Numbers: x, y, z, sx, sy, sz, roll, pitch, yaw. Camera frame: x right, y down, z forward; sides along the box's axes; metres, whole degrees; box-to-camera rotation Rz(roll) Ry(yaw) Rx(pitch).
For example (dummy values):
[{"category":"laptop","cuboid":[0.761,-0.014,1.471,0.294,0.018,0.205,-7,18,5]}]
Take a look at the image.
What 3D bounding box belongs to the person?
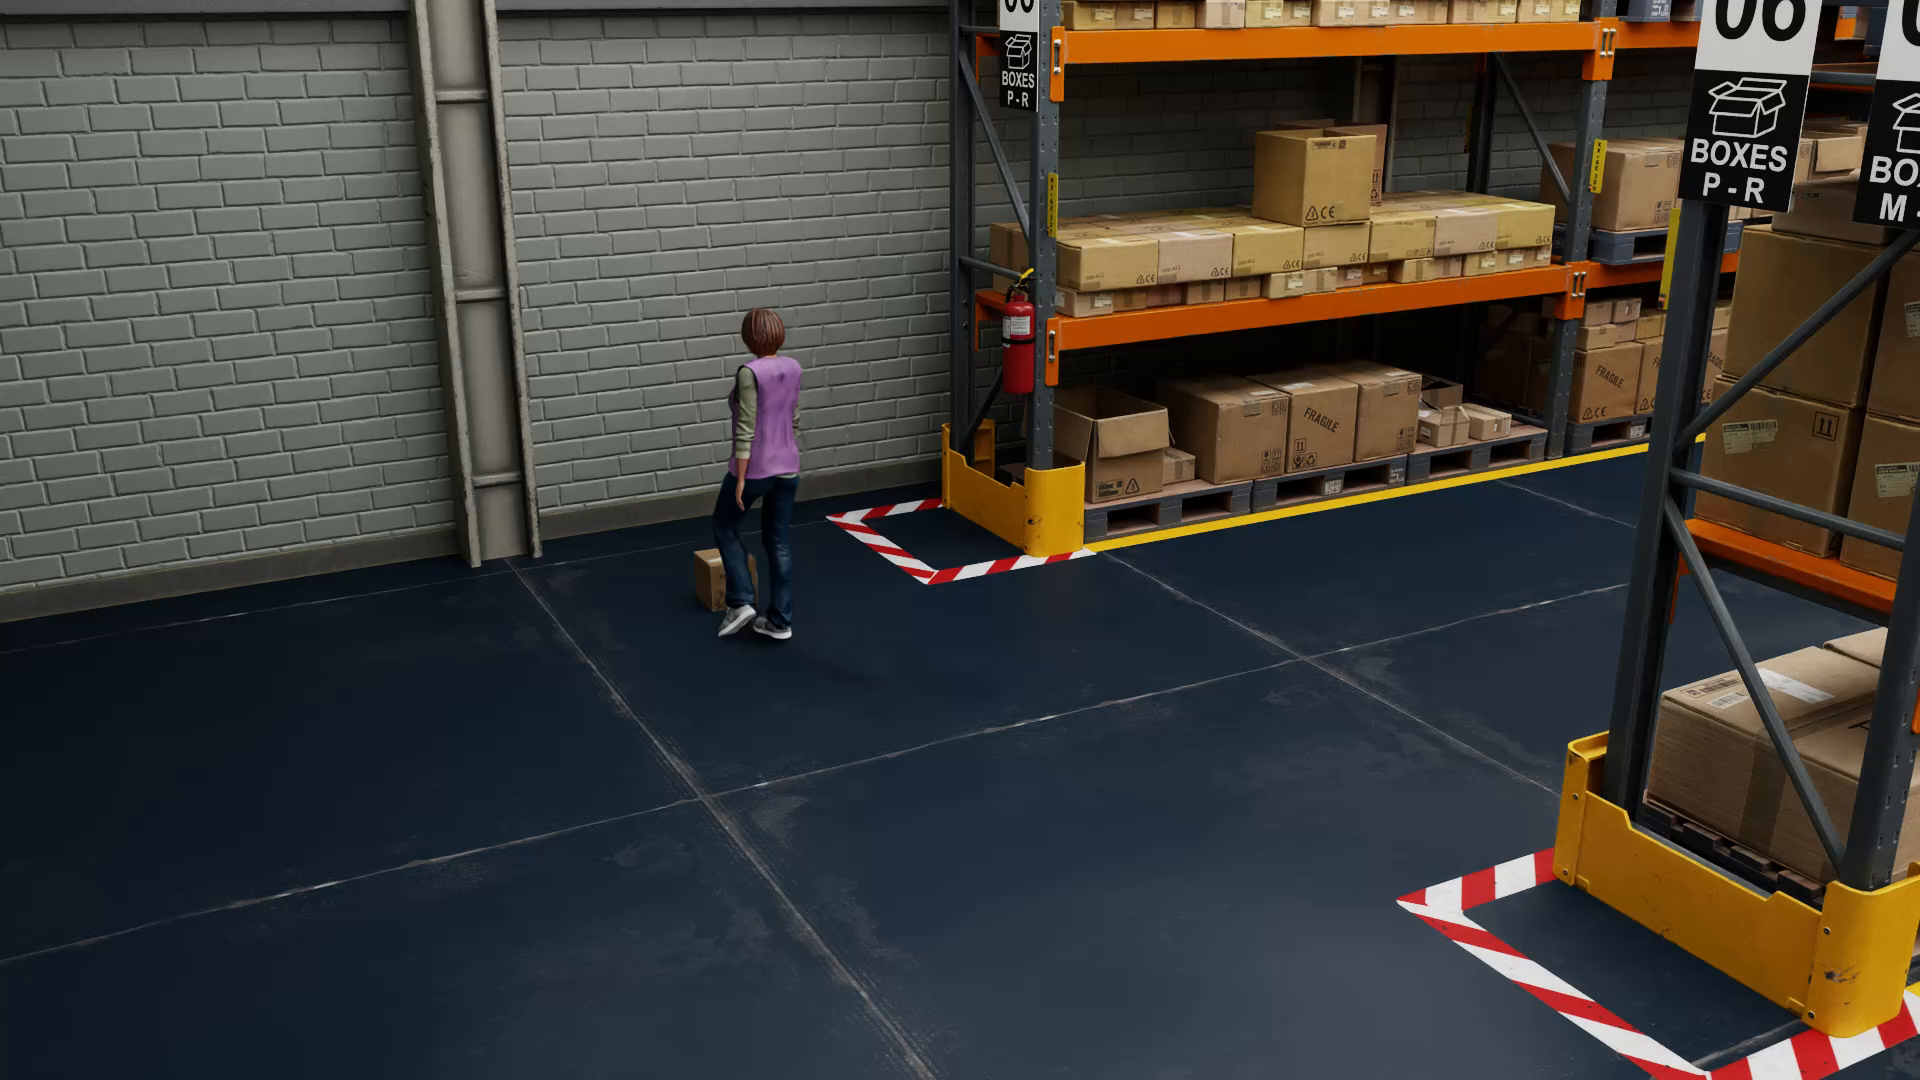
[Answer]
[{"category":"person","cuboid":[-1.053,-0.346,8.055,0.428,1.570,0.818,-14,24,-36]}]
